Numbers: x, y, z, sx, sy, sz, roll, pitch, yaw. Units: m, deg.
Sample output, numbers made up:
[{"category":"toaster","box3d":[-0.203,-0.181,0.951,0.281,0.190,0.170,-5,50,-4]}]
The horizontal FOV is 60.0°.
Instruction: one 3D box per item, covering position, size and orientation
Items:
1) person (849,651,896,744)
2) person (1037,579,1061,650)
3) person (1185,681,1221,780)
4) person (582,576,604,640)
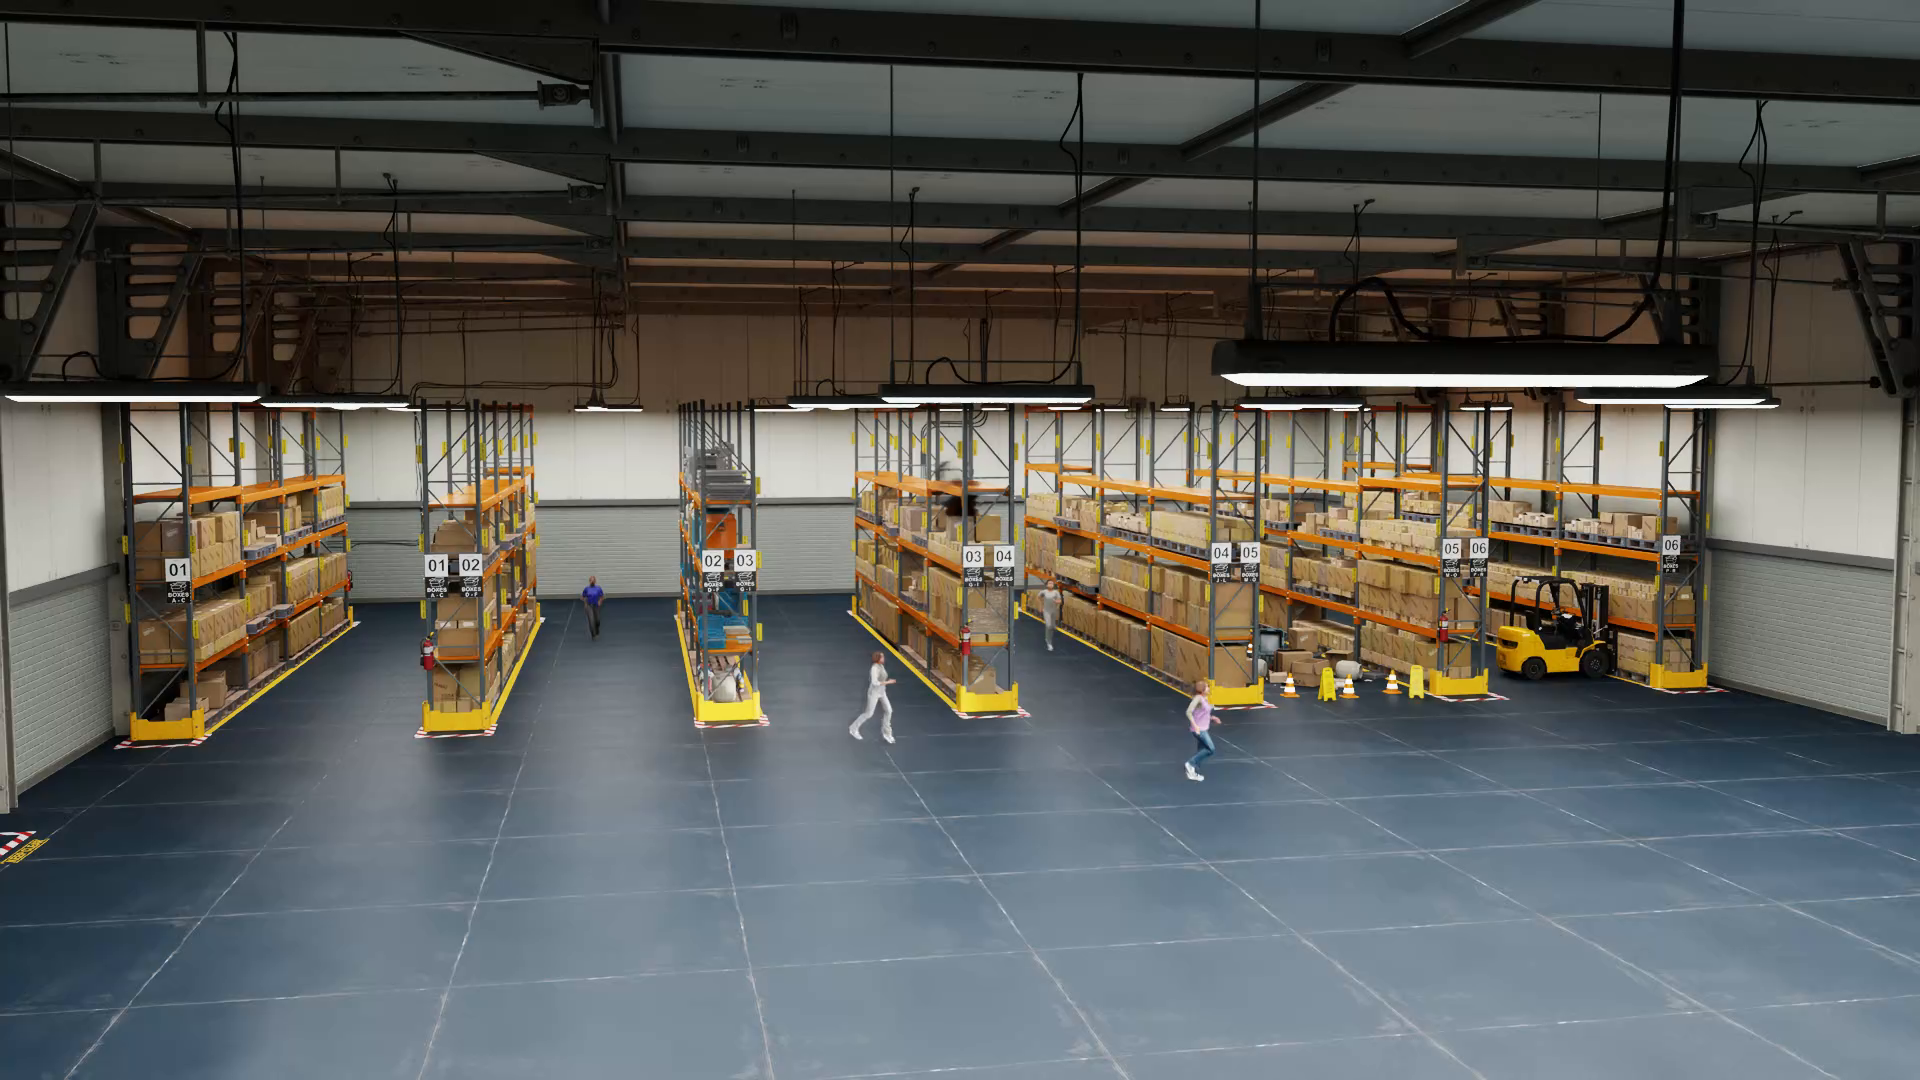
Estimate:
[{"category":"person","box3d":[-1.502,2.738,29.000,0.848,1.633,0.548,2,5,20]},{"category":"person","box3d":[2.195,1.802,40.711,0.546,1.696,0.879,-1,4,-14]},{"category":"person","box3d":[3.801,2.980,26.008,0.530,1.563,0.545,1,4,17]},{"category":"person","box3d":[-9.339,1.734,42.307,0.562,1.597,0.561,-1,4,-13]}]
